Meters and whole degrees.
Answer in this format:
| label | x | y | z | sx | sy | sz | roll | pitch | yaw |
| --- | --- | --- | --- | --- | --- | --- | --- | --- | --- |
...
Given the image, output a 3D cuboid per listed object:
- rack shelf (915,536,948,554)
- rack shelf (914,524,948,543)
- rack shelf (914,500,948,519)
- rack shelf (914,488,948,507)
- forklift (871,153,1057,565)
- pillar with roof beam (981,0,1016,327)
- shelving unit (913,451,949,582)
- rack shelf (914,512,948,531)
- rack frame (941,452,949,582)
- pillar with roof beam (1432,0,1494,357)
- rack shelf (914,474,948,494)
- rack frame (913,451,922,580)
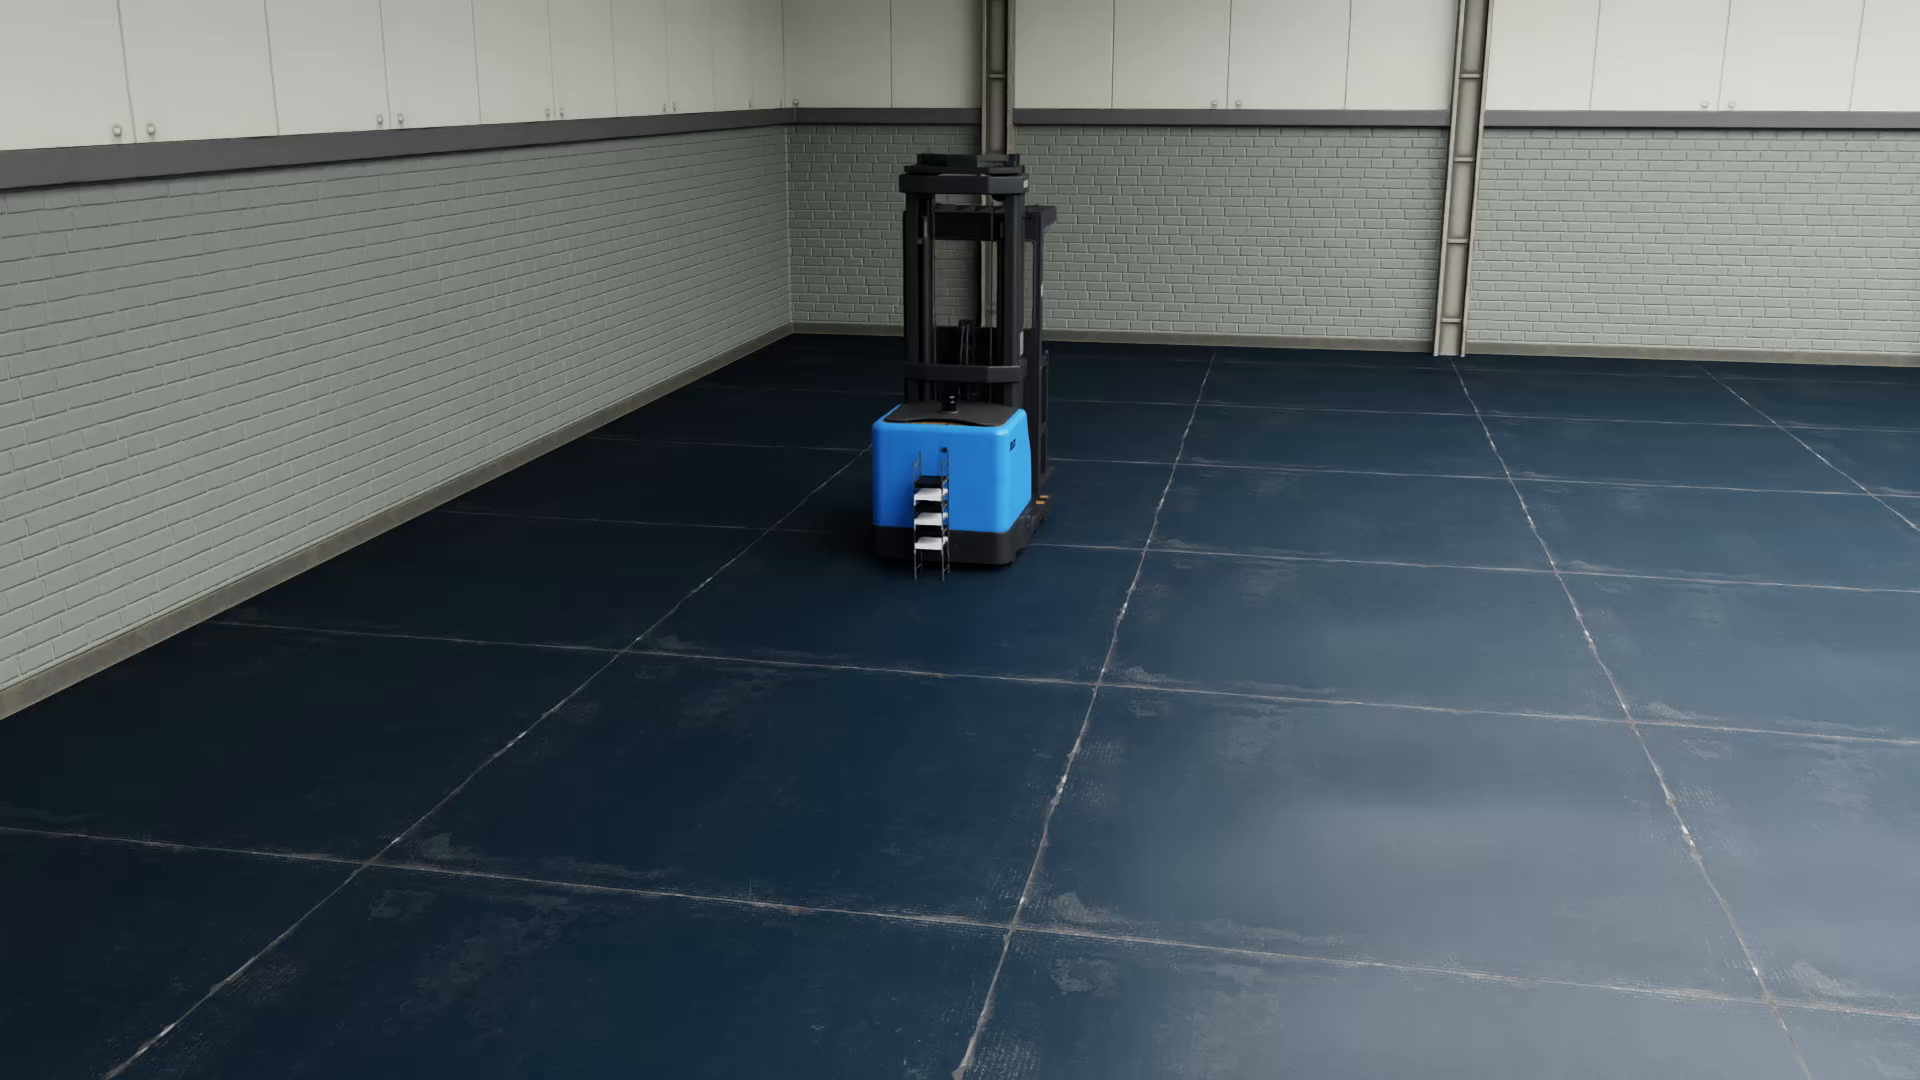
| label | x | y | z | sx | sy | sz | roll | pitch | yaw |
| --- | --- | --- | --- | --- | --- | --- | --- | --- | --- |
| rack shelf | -0.203 | 0.034 | 11.977 | 0.200 | 0.077 | 0.258 | 3 | 16 | 10 |
| rack shelf | -0.204 | -0.052 | 11.952 | 0.200 | 0.077 | 0.258 | 3 | 16 | 10 |
| rack shelf | -0.204 | -0.225 | 11.903 | 0.200 | 0.077 | 0.258 | 3 | 16 | 10 |
| rack shelf | -0.204 | -0.312 | 11.878 | 0.200 | 0.077 | 0.258 | 3 | 16 | 10 |
| forklift | 0.151 | -1.582 | 13.213 | 1.130 | 2.935 | 3.031 | 3 | 16 | 12 |
| pillar with roof beam | -0.350 | -5.958 | 17.644 | 0.400 | 9.000 | 9.100 | 3 | 16 | 11 |
| shelving unit | -0.204 | -0.171 | 11.919 | 0.210 | 0.900 | 0.258 | 3 | 16 | 10 |
| rack shelf | -0.204 | -0.139 | 11.928 | 0.200 | 0.077 | 0.258 | 3 | 16 | 10 |
| rack frame | -0.104 | -0.166 | 11.900 | 0.006 | 0.900 | 0.240 | 3 | 16 | 10 |
| pillar with roof beam | 5.530 | -5.639 | 16.492 | 0.400 | 9.000 | 9.100 | 3 | 16 | 11 |
| rack shelf | -0.204 | -0.398 | 11.853 | 0.200 | 0.077 | 0.258 | 3 | 16 | 10 |
| rack frame | -0.304 | -0.176 | 11.937 | 0.006 | 0.900 | 0.240 | 3 | 16 | 10 |
